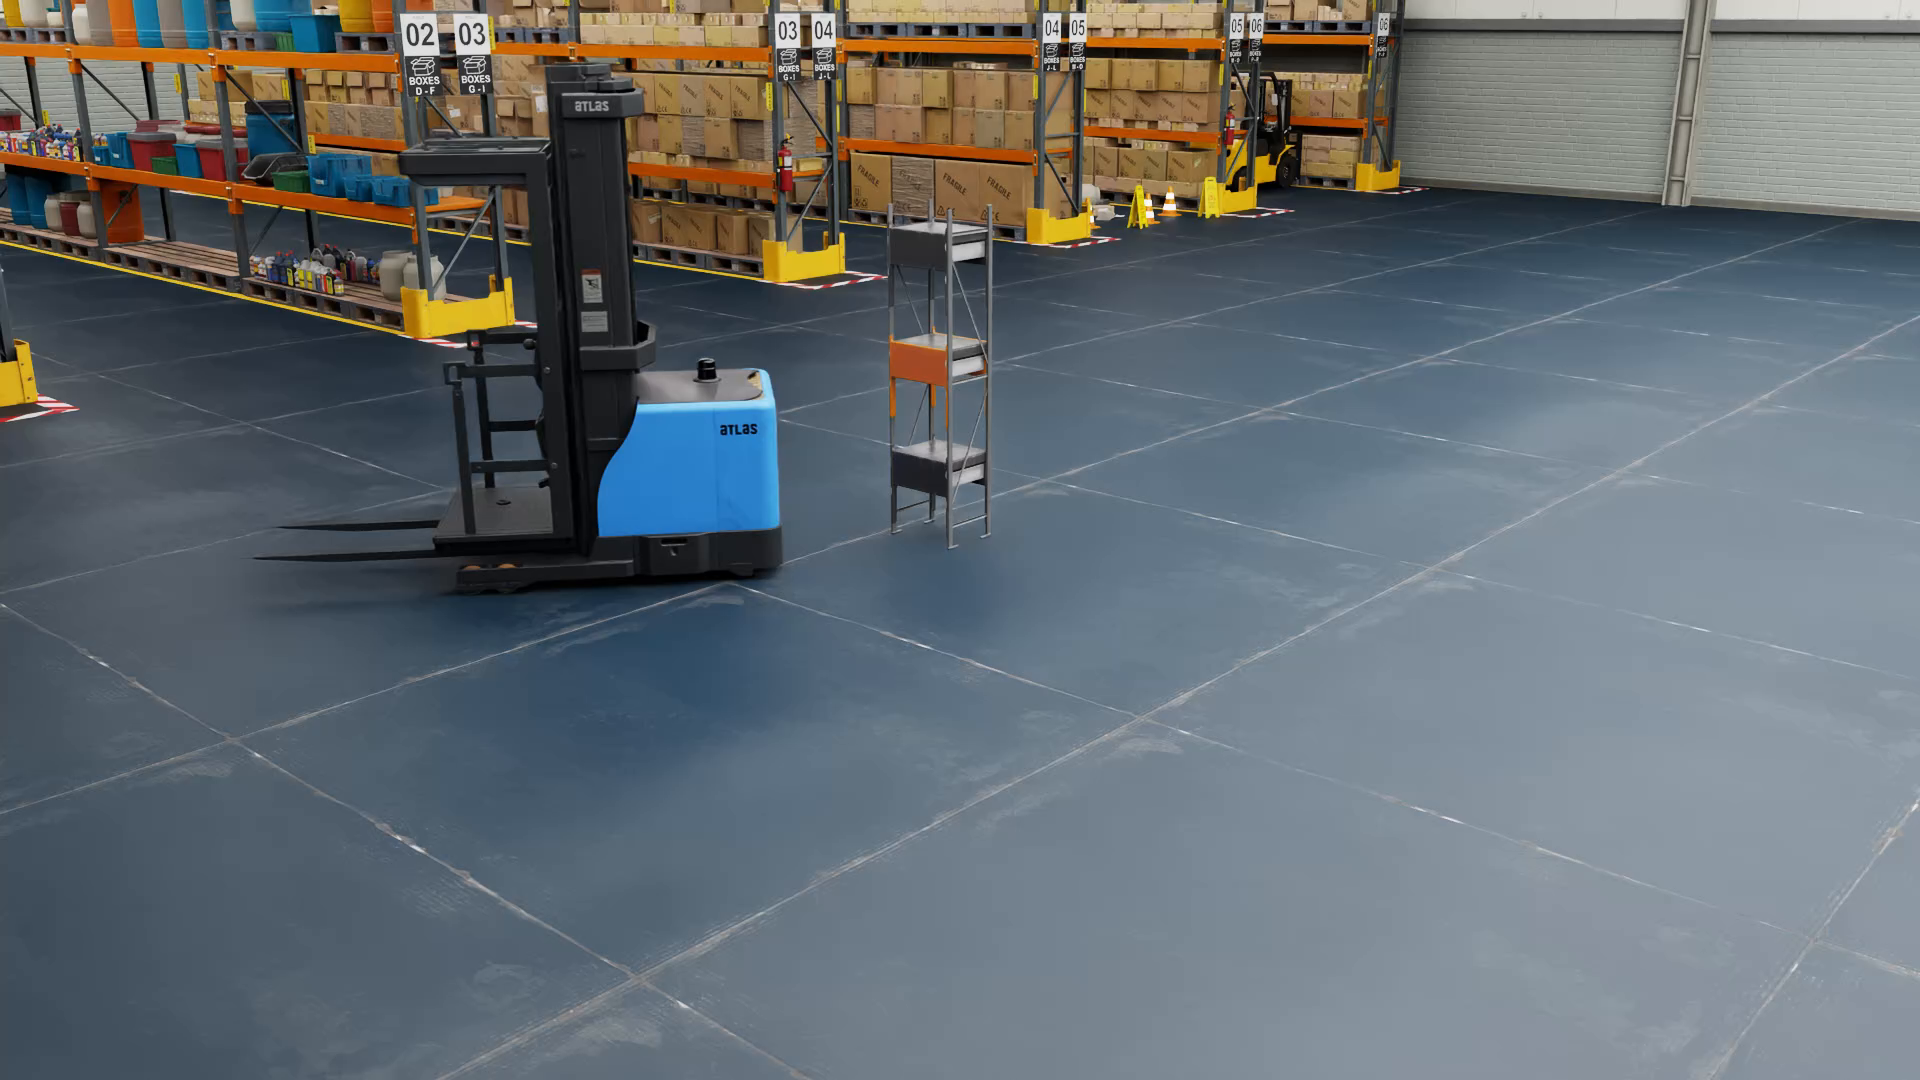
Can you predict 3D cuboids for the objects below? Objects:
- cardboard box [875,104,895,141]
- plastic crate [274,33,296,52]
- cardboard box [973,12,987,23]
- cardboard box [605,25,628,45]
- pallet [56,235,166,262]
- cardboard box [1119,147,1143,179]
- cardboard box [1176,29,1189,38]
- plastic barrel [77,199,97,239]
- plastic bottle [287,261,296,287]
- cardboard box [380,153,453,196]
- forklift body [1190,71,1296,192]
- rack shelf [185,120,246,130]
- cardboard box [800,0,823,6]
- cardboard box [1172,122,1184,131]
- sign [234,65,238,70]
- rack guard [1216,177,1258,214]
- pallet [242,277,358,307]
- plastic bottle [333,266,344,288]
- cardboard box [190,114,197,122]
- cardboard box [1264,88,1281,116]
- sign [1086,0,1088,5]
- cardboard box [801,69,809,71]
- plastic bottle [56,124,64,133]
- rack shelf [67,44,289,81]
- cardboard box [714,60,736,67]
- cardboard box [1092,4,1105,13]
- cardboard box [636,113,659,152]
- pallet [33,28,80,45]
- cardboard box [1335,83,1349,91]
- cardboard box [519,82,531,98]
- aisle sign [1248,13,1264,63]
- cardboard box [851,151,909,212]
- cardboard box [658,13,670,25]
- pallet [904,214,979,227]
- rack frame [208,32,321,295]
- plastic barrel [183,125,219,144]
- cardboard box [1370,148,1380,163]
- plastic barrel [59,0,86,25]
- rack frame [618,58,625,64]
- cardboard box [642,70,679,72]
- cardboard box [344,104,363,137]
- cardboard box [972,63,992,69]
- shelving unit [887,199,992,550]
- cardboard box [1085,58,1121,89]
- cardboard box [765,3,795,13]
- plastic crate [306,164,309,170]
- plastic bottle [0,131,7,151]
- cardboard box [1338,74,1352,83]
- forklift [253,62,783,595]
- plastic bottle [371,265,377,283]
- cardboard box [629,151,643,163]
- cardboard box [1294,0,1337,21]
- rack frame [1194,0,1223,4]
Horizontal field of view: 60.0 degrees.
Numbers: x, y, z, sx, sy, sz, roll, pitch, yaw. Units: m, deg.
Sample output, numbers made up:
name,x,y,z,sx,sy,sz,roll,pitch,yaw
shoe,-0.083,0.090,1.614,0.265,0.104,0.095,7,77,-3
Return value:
name,x,y,z,sx,sy,sz,roll,pitch,yaw
cardboard box,-0.835,-6.582,26.146,0.550,0.550,0.875,15,23,39
plastic crate,-7.201,-5.415,18.108,0.450,0.188,0.336,15,23,39
cardboard box,0.404,-7.585,24.151,0.250,0.149,0.380,15,23,40
cardboard box,-4.347,-6.691,22.024,0.500,0.250,0.500,15,23,39
pallet,-11.809,-4.088,23.144,1.213,0.211,1.003,15,23,39
cardboard box,3.119,-6.581,29.000,0.500,0.500,0.500,14,23,38
cardboard box,3.820,-8.447,27.725,0.250,0.149,0.380,16,24,41
plastic barrel,-12.051,-4.470,23.157,0.421,0.512,0.421,0,18,0
plastic bottle,-7.635,-3.044,19.007,0.133,0.283,0.061,16,24,42
cardboard box,-8.407,-5.720,26.493,0.875,0.875,1.225,14,22,37
forklift body,5.320,-7.712,31.356,1.214,2.155,2.313,15,23,39
rack shelf,-12.392,-7.251,29.689,4.000,0.370,1.077,15,23,39
cardboard box,-2.837,-10.597,33.225,0.500,0.500,0.500,15,23,40
cardboard box,3.795,-7.014,28.168,0.250,0.149,0.380,15,23,38
sign,-13.517,-8.780,31.013,0.005,0.325,0.100,15,23,39
rack guard,4.600,-5.849,28.214,0.348,0.500,1.175,15,23,39
pallet,-7.726,-2.992,19.690,1.213,0.211,1.003,15,23,39
plastic bottle,-6.973,-2.928,18.641,0.133,0.283,0.061,15,23,39
cardboard box,-13.841,-7.729,30.424,0.250,0.149,0.380,15,23,40
cardboard box,6.258,-8.543,32.407,0.500,0.500,0.500,15,23,40
sign,1.820,-7.893,23.989,0.005,0.325,0.100,15,23,39
cardboard box,-2.684,-7.515,27.513,0.500,0.500,0.700,15,23,40
plastic bottle,-13.141,-5.900,24.326,0.185,0.351,0.144,15,23,39
rack shelf,-9.696,-5.954,20.643,4.000,0.370,1.077,15,23,39
cardboard box,-4.854,-9.991,35.315,0.500,0.500,0.500,15,23,39
cardboard box,2.487,-9.183,28.727,0.250,0.149,0.380,14,22,37
cardboard box,-3.826,-5.485,22.279,0.500,0.500,0.875,15,23,39
pallet,-11.699,-6.784,22.382,1.213,0.211,1.003,15,23,39
cardboard box,7.293,-8.556,31.375,0.250,0.149,0.380,16,23,40
cardboard box,-8.078,-8.517,31.831,0.500,0.500,0.500,15,23,39
aisle sign,4.909,-8.322,27.576,0.004,0.787,0.394,15,23,39
cardboard box,-1.121,-5.733,26.536,0.875,0.875,0.875,15,23,40
cardboard box,-3.658,-6.702,21.400,0.250,0.149,0.380,16,23,41
pallet,-0.111,-4.943,25.839,1.213,0.211,1.003,15,23,39
rack frame,-8.200,-4.465,19.722,0.127,3.000,1.000,15,23,39
plastic barrel,-9.643,-5.006,21.201,0.433,0.535,0.433,0,18,0
cardboard box,7.735,-7.418,32.051,0.500,0.250,0.500,16,23,40
plastic barrel,-11.615,-7.218,22.032,0.708,0.830,0.600,15,23,39
rack frame,-7.310,-10.237,37.910,0.127,3.000,1.000,15,23,39
cardboard box,-4.019,-6.124,22.638,0.500,0.500,0.500,15,23,39
cardboard box,-9.577,-6.787,26.873,0.500,0.500,0.500,16,23,40
cardboard box,0.425,-8.753,30.811,0.250,0.149,0.380,14,22,37
shelving unit,-0.124,-1.034,10.399,0.503,2.100,0.431,15,23,39
cardboard box,2.576,-8.142,28.998,0.500,0.500,0.700,14,23,38
cardboard box,-3.002,-8.625,27.159,0.500,0.311,0.500,14,22,37
plastic crate,-7.192,-4.233,19.238,0.616,0.251,0.499,15,23,39
plastic bottle,-13.817,-5.760,24.007,0.135,0.276,0.152,15,23,39
cardboard box,7.336,-8.714,31.381,0.250,0.149,0.380,15,23,39
forklift,-2.620,-1.252,9.712,3.031,2.935,1.130,-3,18,-8
plastic bottle,-6.763,-3.081,19.261,0.097,0.201,0.097,0,18,0
cardboard box,-4.215,-5.150,22.296,0.250,0.149,0.380,15,23,39
cardboard box,6.756,-10.136,31.607,0.500,0.500,0.700,15,23,40
rack frame,4.957,-11.811,32.952,0.127,3.000,1.000,15,23,39
